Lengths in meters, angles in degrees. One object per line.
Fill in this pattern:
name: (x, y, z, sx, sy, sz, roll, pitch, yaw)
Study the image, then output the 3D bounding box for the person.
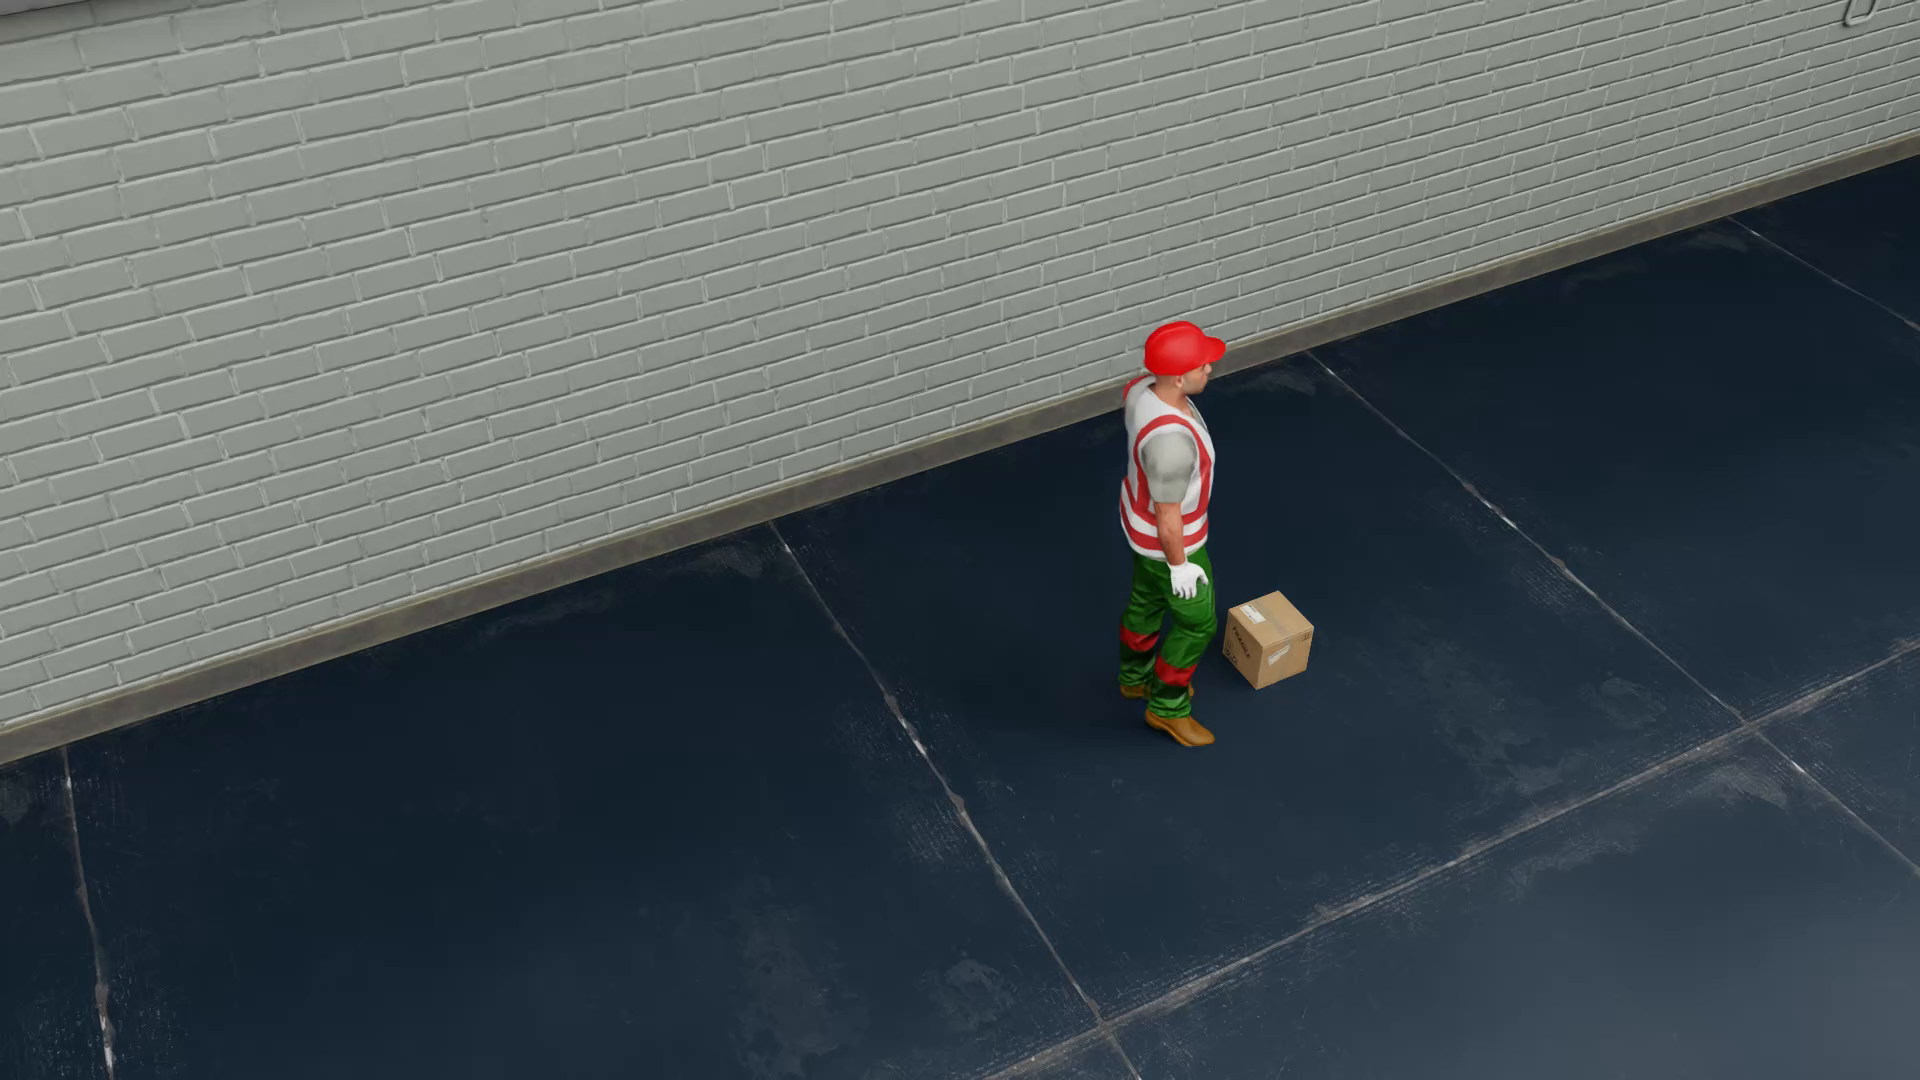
person: (0.791, -0.025, 6.182, 0.403, 1.827, 0.553, -3, 41, -4)
